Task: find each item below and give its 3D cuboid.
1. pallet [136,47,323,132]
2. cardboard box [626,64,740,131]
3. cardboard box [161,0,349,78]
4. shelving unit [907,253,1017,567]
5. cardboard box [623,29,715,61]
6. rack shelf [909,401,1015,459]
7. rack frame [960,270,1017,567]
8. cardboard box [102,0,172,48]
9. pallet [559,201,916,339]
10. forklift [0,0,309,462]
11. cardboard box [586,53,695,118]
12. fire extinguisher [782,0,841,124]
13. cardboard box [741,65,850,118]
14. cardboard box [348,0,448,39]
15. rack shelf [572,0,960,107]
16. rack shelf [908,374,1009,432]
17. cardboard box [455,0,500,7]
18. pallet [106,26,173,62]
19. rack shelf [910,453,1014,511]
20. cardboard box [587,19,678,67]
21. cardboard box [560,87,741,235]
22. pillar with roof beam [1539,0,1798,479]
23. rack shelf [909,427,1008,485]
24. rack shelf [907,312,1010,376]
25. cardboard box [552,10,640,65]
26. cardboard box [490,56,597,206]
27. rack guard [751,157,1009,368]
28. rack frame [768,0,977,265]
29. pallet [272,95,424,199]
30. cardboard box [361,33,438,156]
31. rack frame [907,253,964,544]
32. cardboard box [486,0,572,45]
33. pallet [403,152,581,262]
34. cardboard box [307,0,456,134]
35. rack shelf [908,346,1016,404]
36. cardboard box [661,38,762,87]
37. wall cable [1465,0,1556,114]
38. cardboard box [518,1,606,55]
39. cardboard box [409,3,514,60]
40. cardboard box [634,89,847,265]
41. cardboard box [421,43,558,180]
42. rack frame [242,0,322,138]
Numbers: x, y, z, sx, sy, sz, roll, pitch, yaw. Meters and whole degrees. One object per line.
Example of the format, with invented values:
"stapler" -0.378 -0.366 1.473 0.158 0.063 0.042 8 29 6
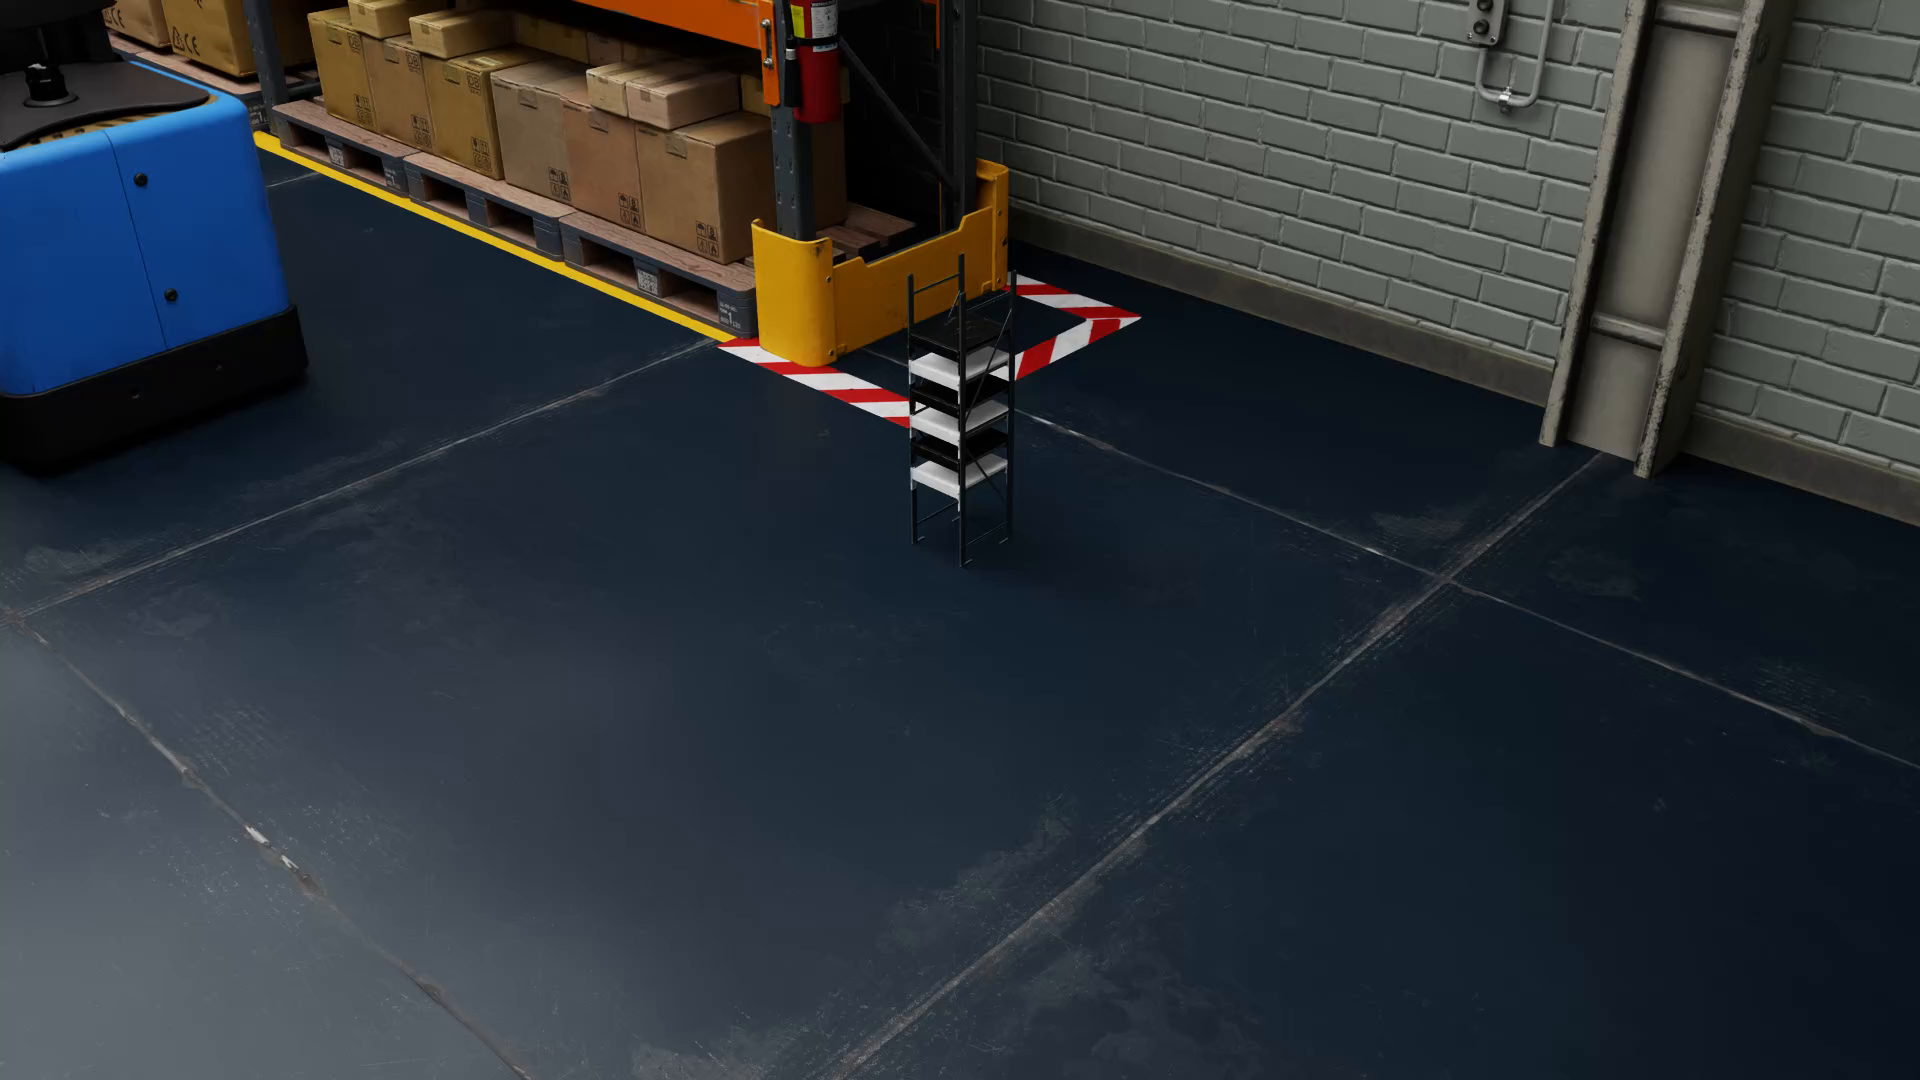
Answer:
"pallet" -3.899 -2.648 9.445 1.213 0.211 1.003 25 39 35
"cardboard box" -1.114 -1.786 6.696 0.250 0.149 0.380 25 39 35
"cardboard box" -3.845 -3.039 9.067 0.750 0.750 0.750 26 39 36
"shelving unit" 0.006 -0.383 5.013 0.210 0.900 0.258 25 39 35
"cardboard box" -1.231 -2.106 7.228 0.250 0.149 0.380 25 39 35
"rack shelf" 0.006 -0.354 5.030 0.200 0.077 0.258 25 39 35
"rack frame" 0.081 -0.348 4.955 0.006 0.900 0.240 25 39 35
"cardboard box" -4.506 -3.346 9.576 0.750 0.750 0.750 26 40 36
"pallet" -0.956 -1.273 7.159 1.213 0.211 1.003 25 39 35
"forklift" -3.877 -2.142 5.967 3.031 2.935 1.130 24 38 34
"cardboard box" -1.304 -1.874 6.843 0.250 0.149 0.380 26 40 36
"fire extinguisher" -0.508 -1.799 5.766 0.183 0.674 0.296 25 39 35
"cardboard box" -0.670 -1.845 6.793 0.250 0.149 0.380 25 39 35
"cardboard box" -2.659 -2.505 7.891 0.250 0.149 0.380 27 40 37
"rack shelf" -1.793 -2.604 7.365 4.000 0.370 1.077 25 39 35
"rack shelf" 0.006 -0.431 4.984 0.200 0.077 0.258 25 39 35
"cardboard box" -2.177 -2.547 7.961 0.250 0.149 0.380 24 38 34
"pallet" -4.808 -3.071 10.146 1.213 0.211 1.003 25 39 35
"rack shelf" 0.006 -0.200 5.123 0.200 0.077 0.258 25 39 35
"cardboard box" -1.420 -2.194 7.374 0.250 0.149 0.380 26 39 36
"cardboard box" -1.268 -1.707 7.193 0.500 0.500 0.700 25 39 35
"pillar with roof beam" -0.617 -2.541 0.746 0.400 9.000 9.100 25 39 35
"rack shelf" 0.006 -0.277 5.077 0.200 0.077 0.258 25 39 35
"rack shelf" 0.006 -0.585 4.891 0.200 0.077 0.258 25 39 35
"cardboard box" -1.611 -2.283 7.521 0.250 0.149 0.380 25 39 36
"cardboard box" -1.641 -1.880 7.482 0.500 0.500 0.700 24 38 34
"rack guard" -0.293 -1.141 6.661 0.348 0.500 1.175 25 39 35
"rack frame" -0.310 -2.220 6.030 0.127 3.000 1.000 25 39 35
"pallet" -2.765 -2.117 8.562 1.213 0.211 1.003 25 39 35
"cardboard box" -2.420 -2.241 8.080 0.500 0.500 0.700 25 39 35
"rack frame" -0.069 -0.418 5.072 0.006 0.900 0.240 25 39 35
"cardboard box" -1.990 -2.460 7.815 0.250 0.149 0.380 25 39 36
"pallet" -1.856 -1.695 7.861 1.213 0.211 1.003 25 39 35
"cardboard box" -2.790 -2.416 8.371 0.500 0.500 0.700 26 39 36
"rack shelf" 0.006 -0.508 4.938 0.200 0.077 0.258 25 39 35
"cardboard box" -1.046 -2.020 7.084 0.250 0.149 0.380 25 39 35
"wall cable" 1.274 -2.574 5.633 1.851 1.984 0.084 25 39 35
"cardboard box" -1.798 -2.371 7.667 0.250 0.149 0.380 24 39 34
"cardboard box" -2.272 -2.325 7.591 0.250 0.149 0.380 24 38 34
"cardboard box" -0.896 -1.534 6.905 0.500 0.500 0.700 25 39 35
"cardboard box" -2.041 -2.062 7.784 0.500 0.500 0.700 26 40 36
"rack frame" -3.276 -3.605 8.330 0.127 3.000 1.000 25 39 35
